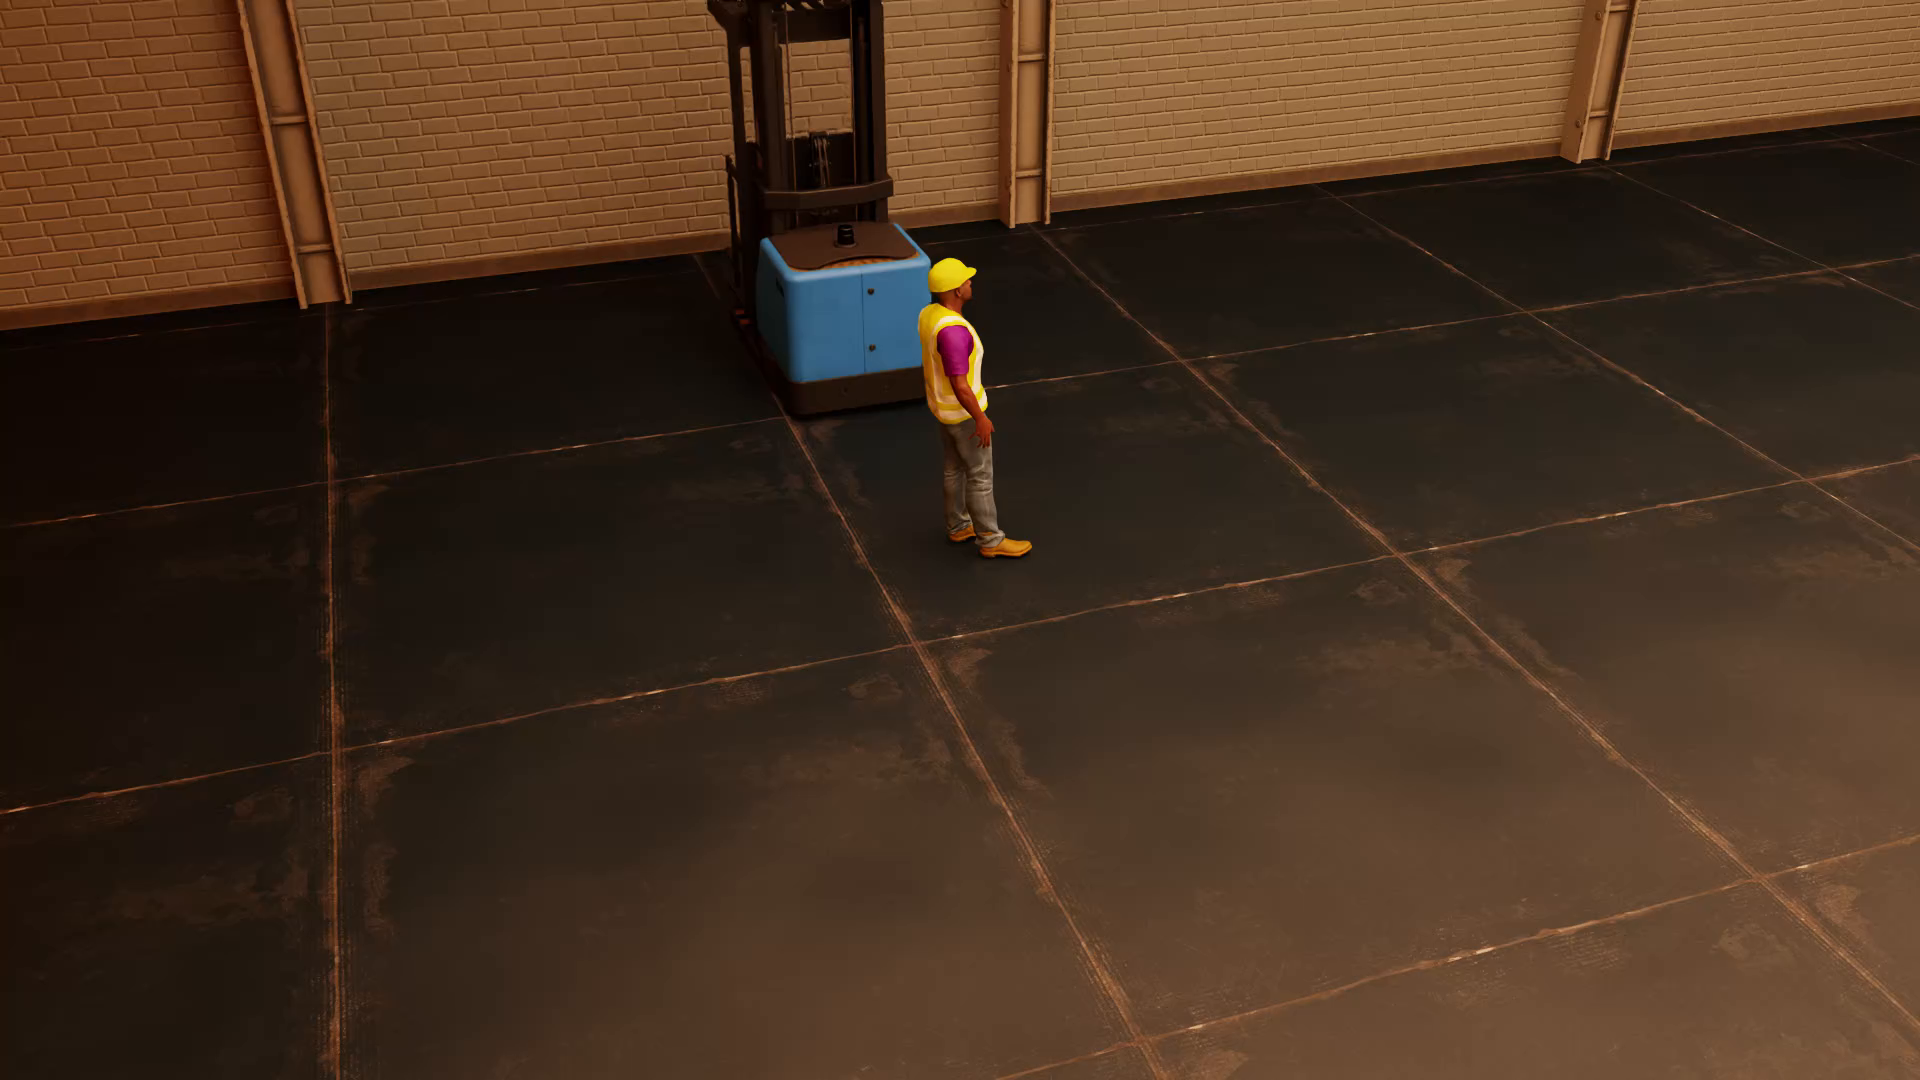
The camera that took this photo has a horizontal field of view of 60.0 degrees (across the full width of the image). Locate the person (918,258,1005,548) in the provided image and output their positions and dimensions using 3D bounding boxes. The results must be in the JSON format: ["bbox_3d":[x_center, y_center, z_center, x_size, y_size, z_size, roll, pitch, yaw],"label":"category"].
[{"bbox_3d":[-0.007,-0.793,9.560,0.420,1.706,0.666,-10,31,-16],"label":"person"}]

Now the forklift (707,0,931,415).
[{"bbox_3d":[-1.138,-2.848,12.036,1.130,2.935,3.031,-10,31,-16],"label":"forklift"}]
